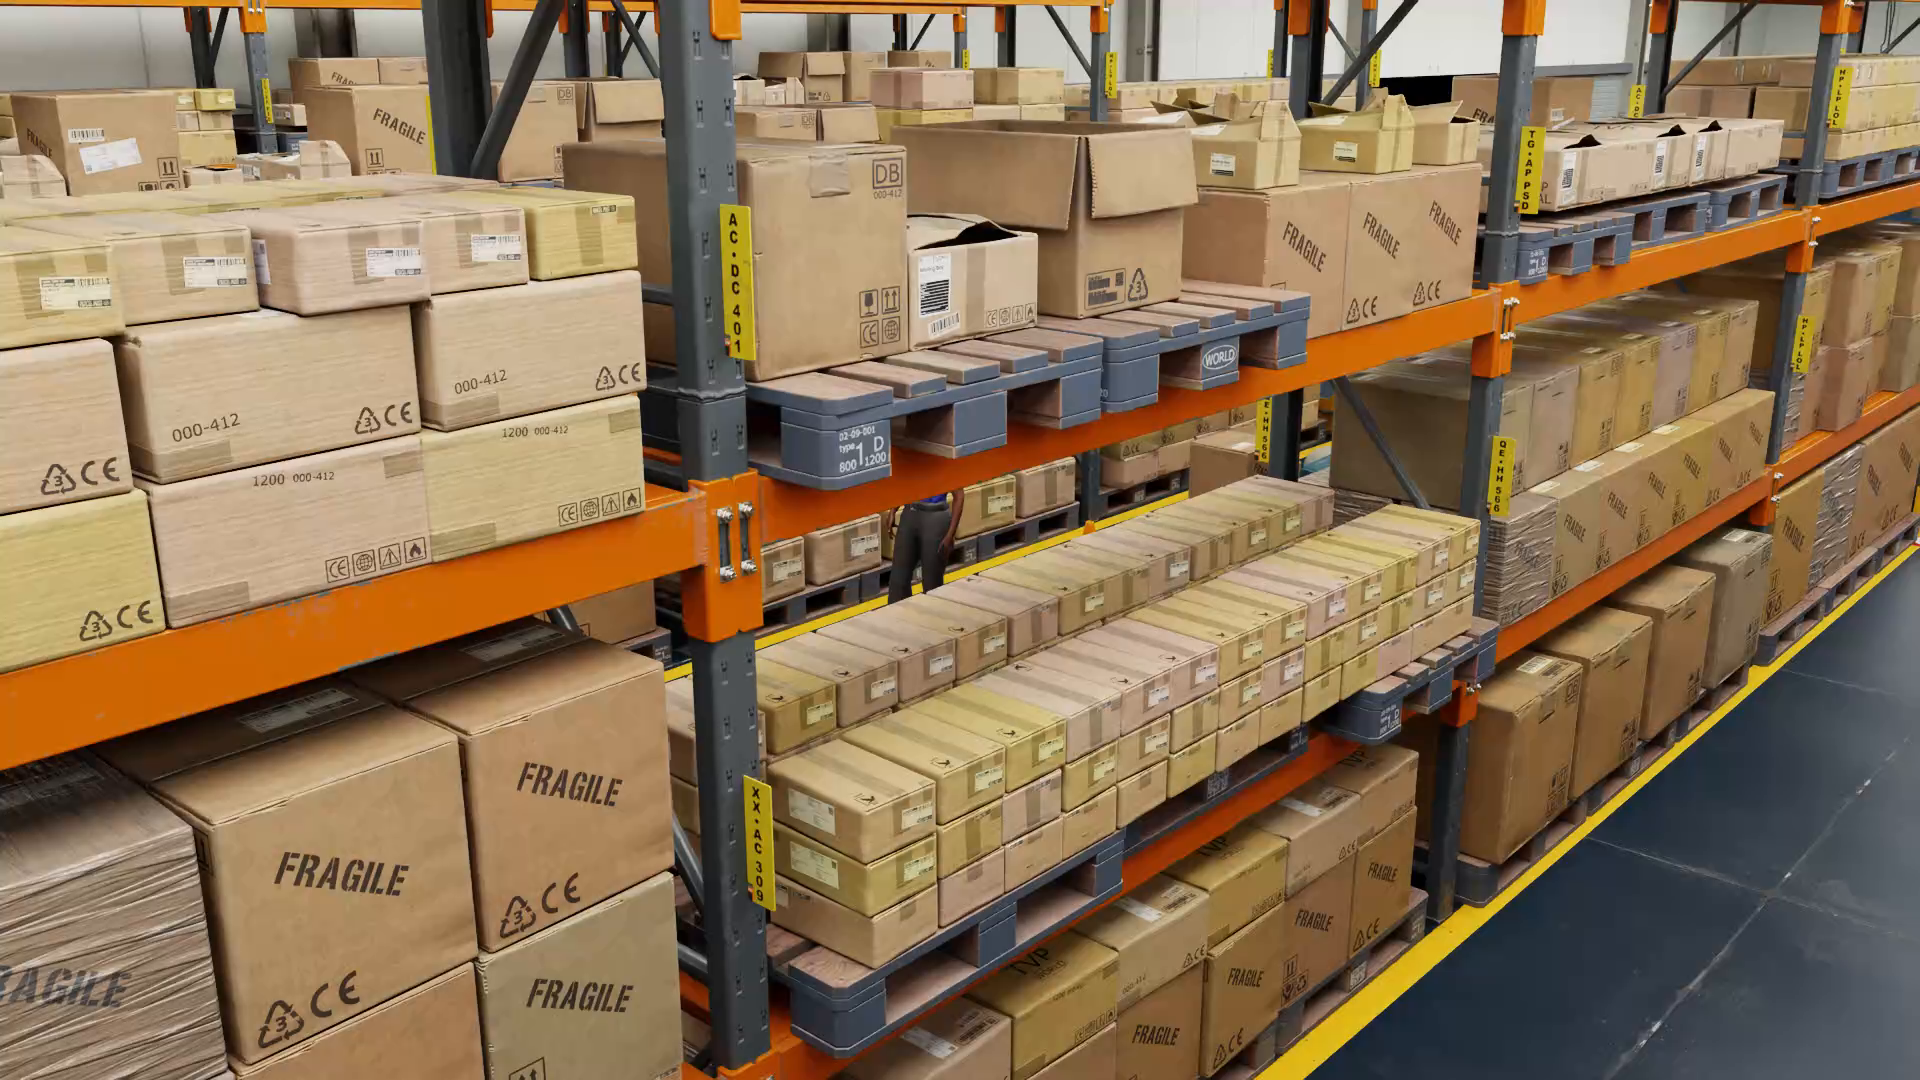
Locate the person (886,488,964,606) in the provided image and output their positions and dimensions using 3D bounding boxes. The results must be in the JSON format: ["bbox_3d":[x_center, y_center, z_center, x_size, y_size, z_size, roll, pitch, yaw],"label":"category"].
[{"bbox_3d":[-0.274,-0.063,10.232,0.569,1.654,0.504,15,22,40],"label":"person"}]
